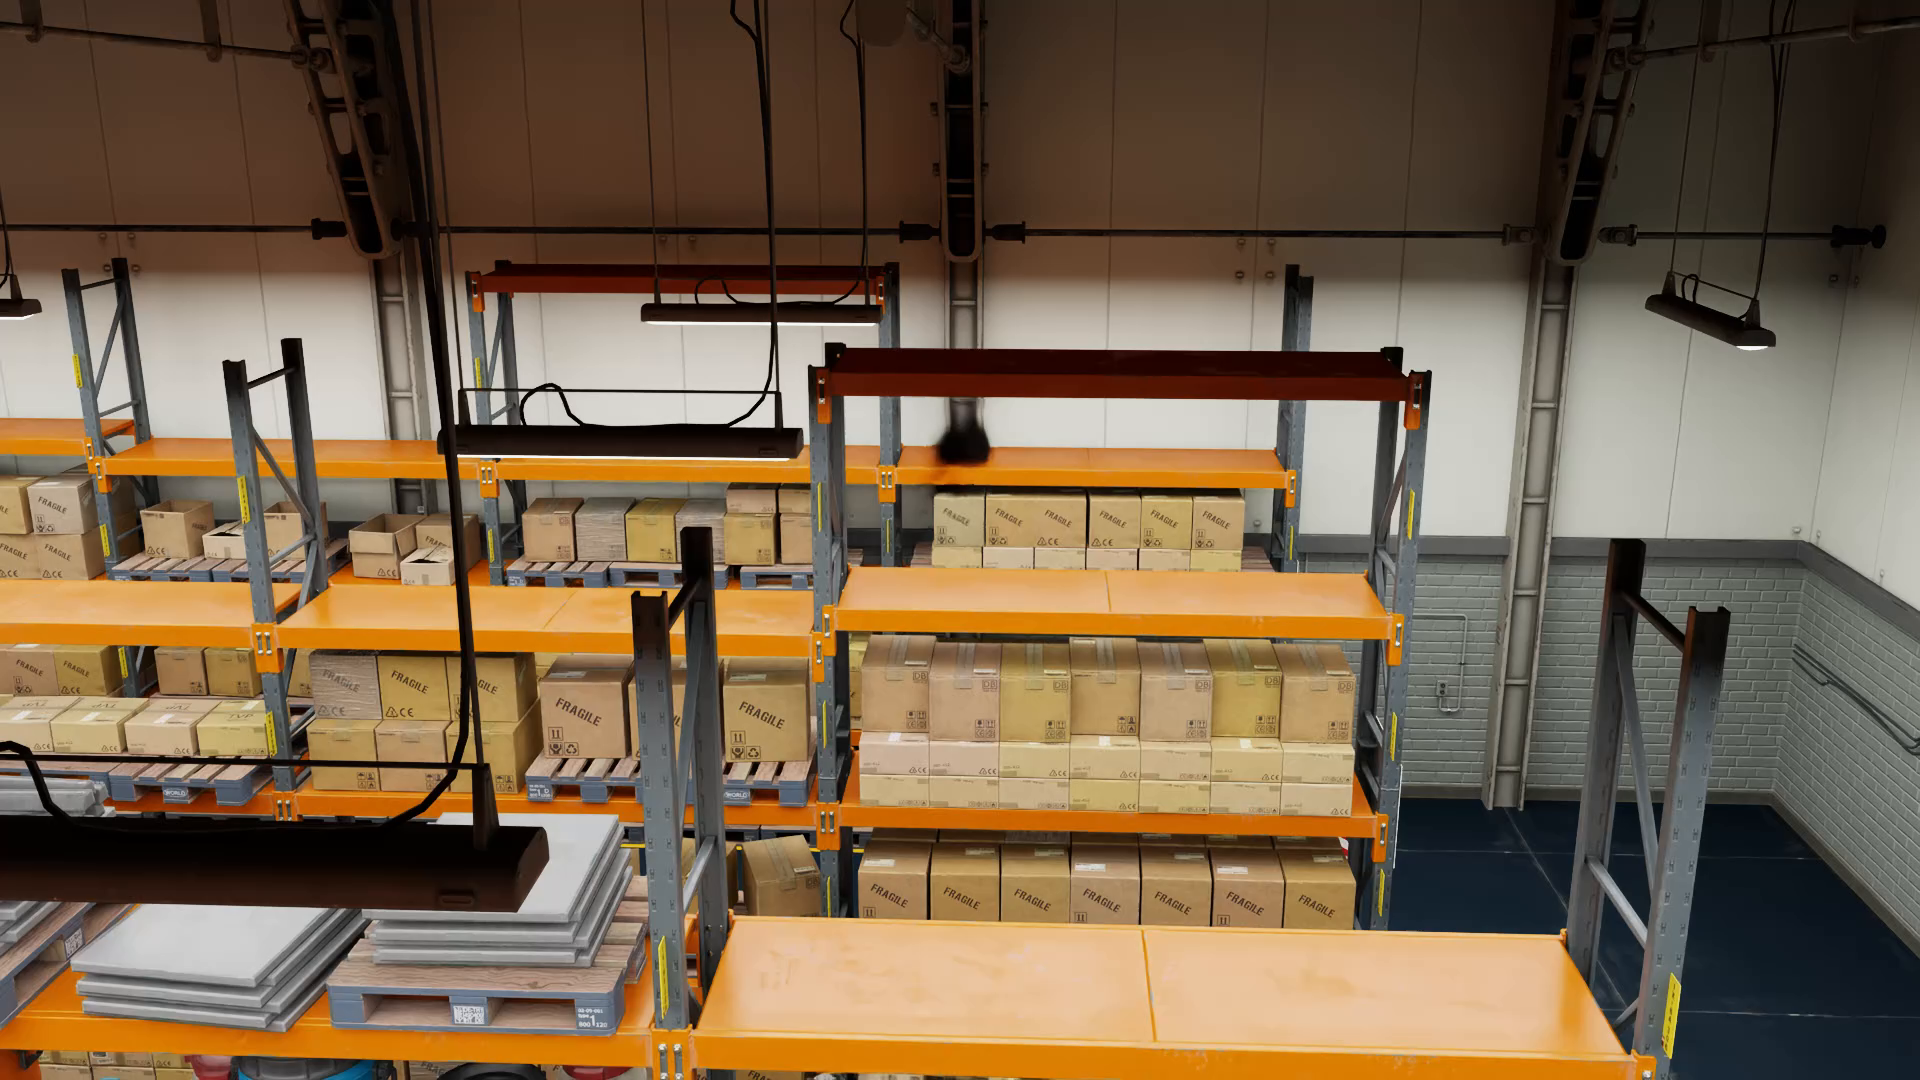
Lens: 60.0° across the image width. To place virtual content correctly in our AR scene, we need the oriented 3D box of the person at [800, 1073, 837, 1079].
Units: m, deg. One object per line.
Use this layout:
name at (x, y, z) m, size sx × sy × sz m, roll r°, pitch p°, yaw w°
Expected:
person at (-0.842, 4.268, 11.030) m, size 0.624 × 1.633 × 0.616 m, roll 2°, pitch 16°, yaw 7°
